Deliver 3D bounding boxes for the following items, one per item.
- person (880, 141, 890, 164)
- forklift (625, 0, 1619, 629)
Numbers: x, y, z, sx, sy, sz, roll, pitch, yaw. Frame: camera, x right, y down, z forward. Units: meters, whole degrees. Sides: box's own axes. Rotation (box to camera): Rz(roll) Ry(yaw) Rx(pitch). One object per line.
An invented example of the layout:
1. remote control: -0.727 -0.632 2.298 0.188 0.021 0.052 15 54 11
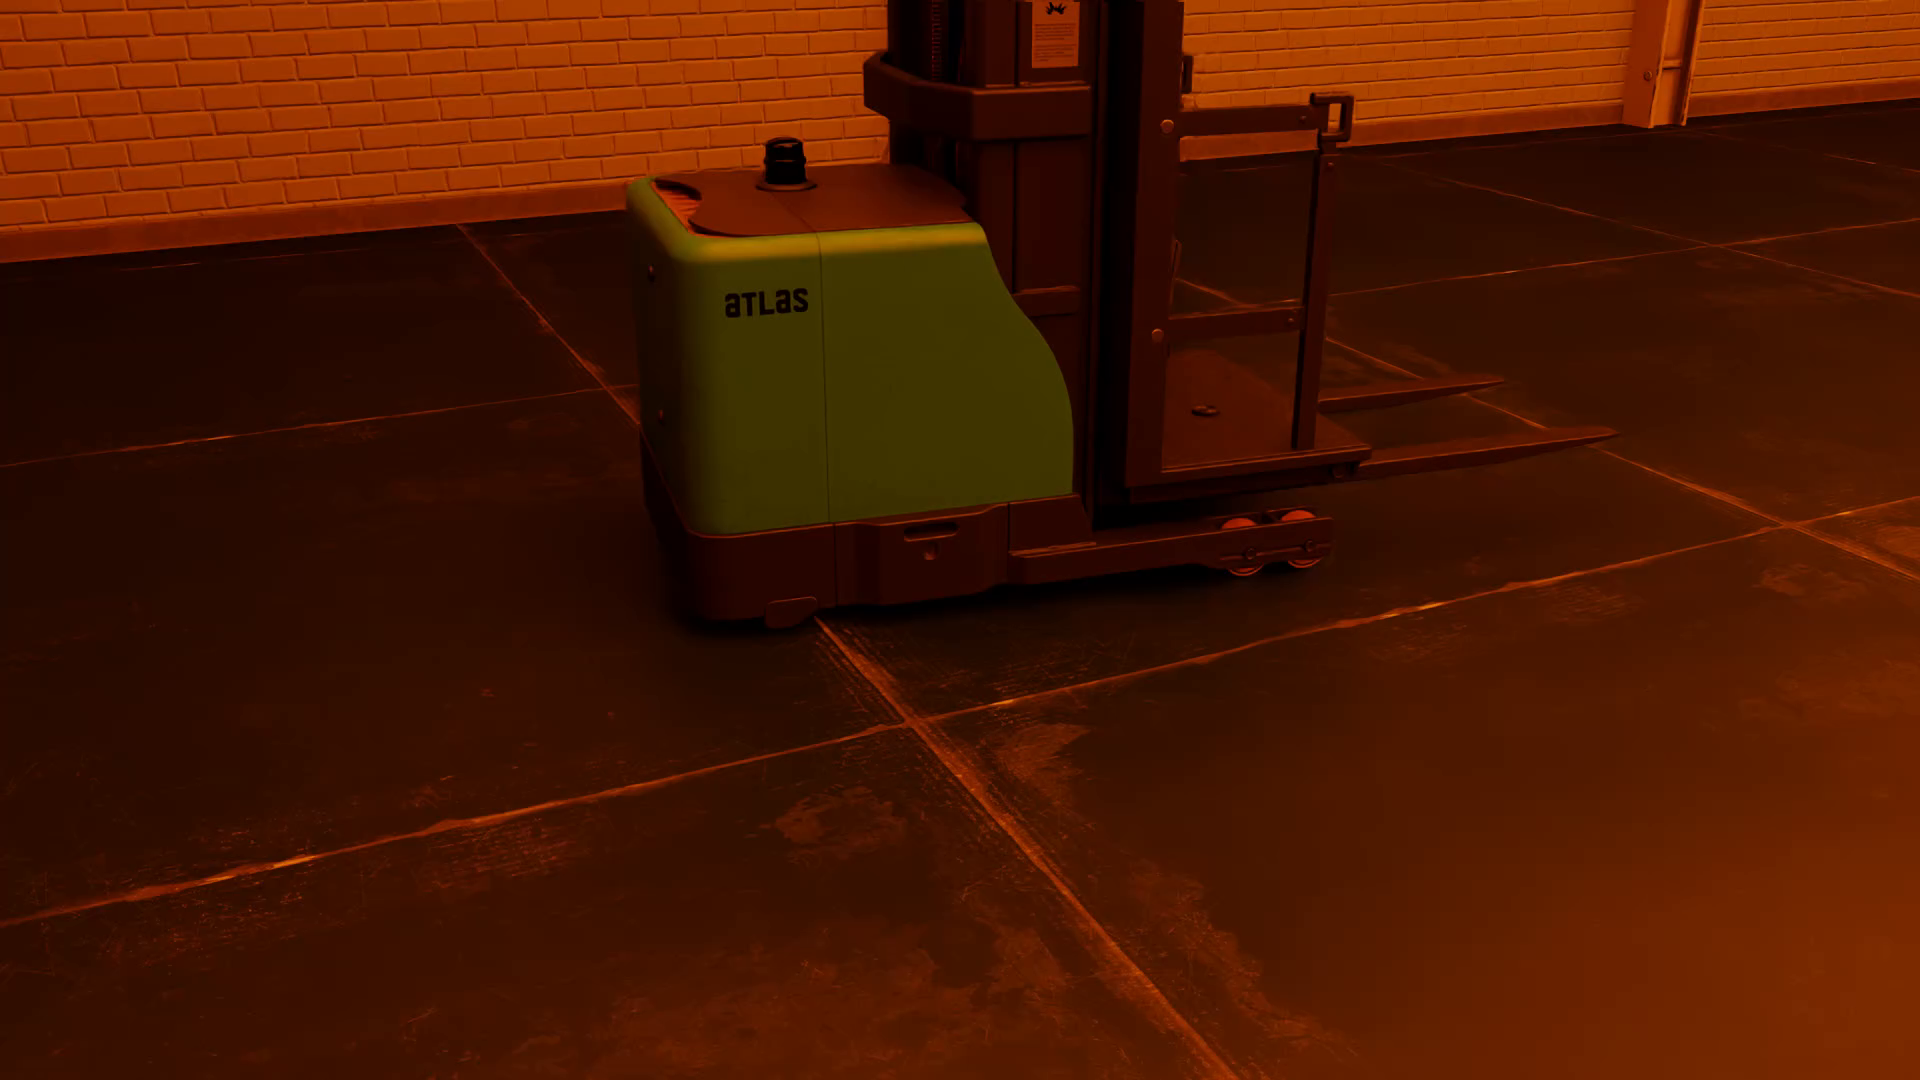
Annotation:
1. person: 0.057 -1.267 6.423 0.820 1.360 1.090 -2 23 -5
2. forklift: 0.583 -1.433 4.736 3.031 2.935 1.130 -7 24 -17
